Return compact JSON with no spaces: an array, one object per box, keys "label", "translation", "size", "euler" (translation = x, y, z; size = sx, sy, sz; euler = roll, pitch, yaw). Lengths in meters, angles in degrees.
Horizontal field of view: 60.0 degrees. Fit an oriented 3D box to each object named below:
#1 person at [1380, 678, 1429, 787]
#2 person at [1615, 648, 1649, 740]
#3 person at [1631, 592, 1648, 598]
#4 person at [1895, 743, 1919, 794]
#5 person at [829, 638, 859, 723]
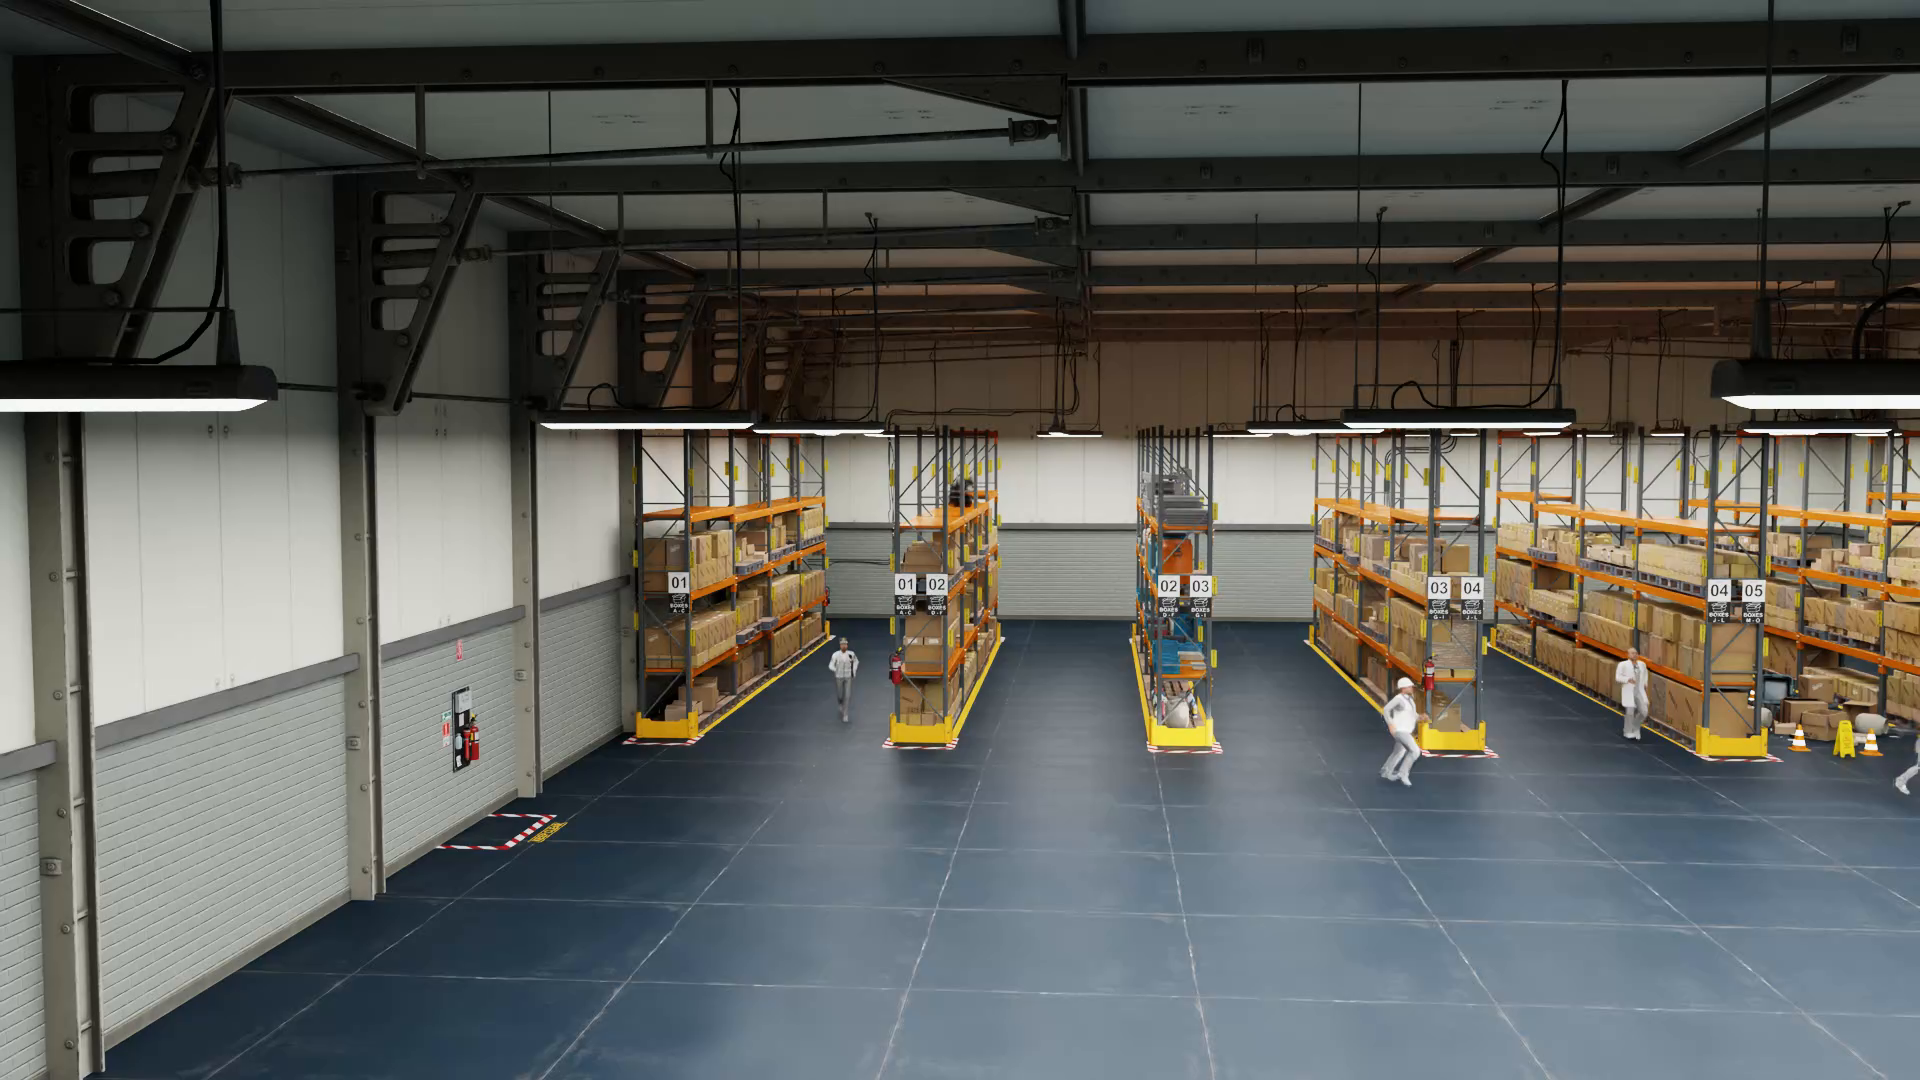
[{"label":"person","translation":[7.369,3.182,27.593],"size":[0.811,1.798,0.621],"euler":[2,4,32]},{"label":"person","translation":[12.854,2.942,31.669],"size":[0.693,1.768,0.682],"euler":[0,3,0]},{"label":"person","translation":[19.213,1.977,47.309],"size":[0.993,1.747,0.739],"euler":[1,3,11]},{"label":"person","translation":[15.378,3.381,26.434],"size":[0.548,1.533,0.851],"euler":[-2,4,-34]},{"label":"person","translation":[-2.368,2.829,34.008],"size":[0.616,1.692,0.901],"euler":[0,3,-6]}]
